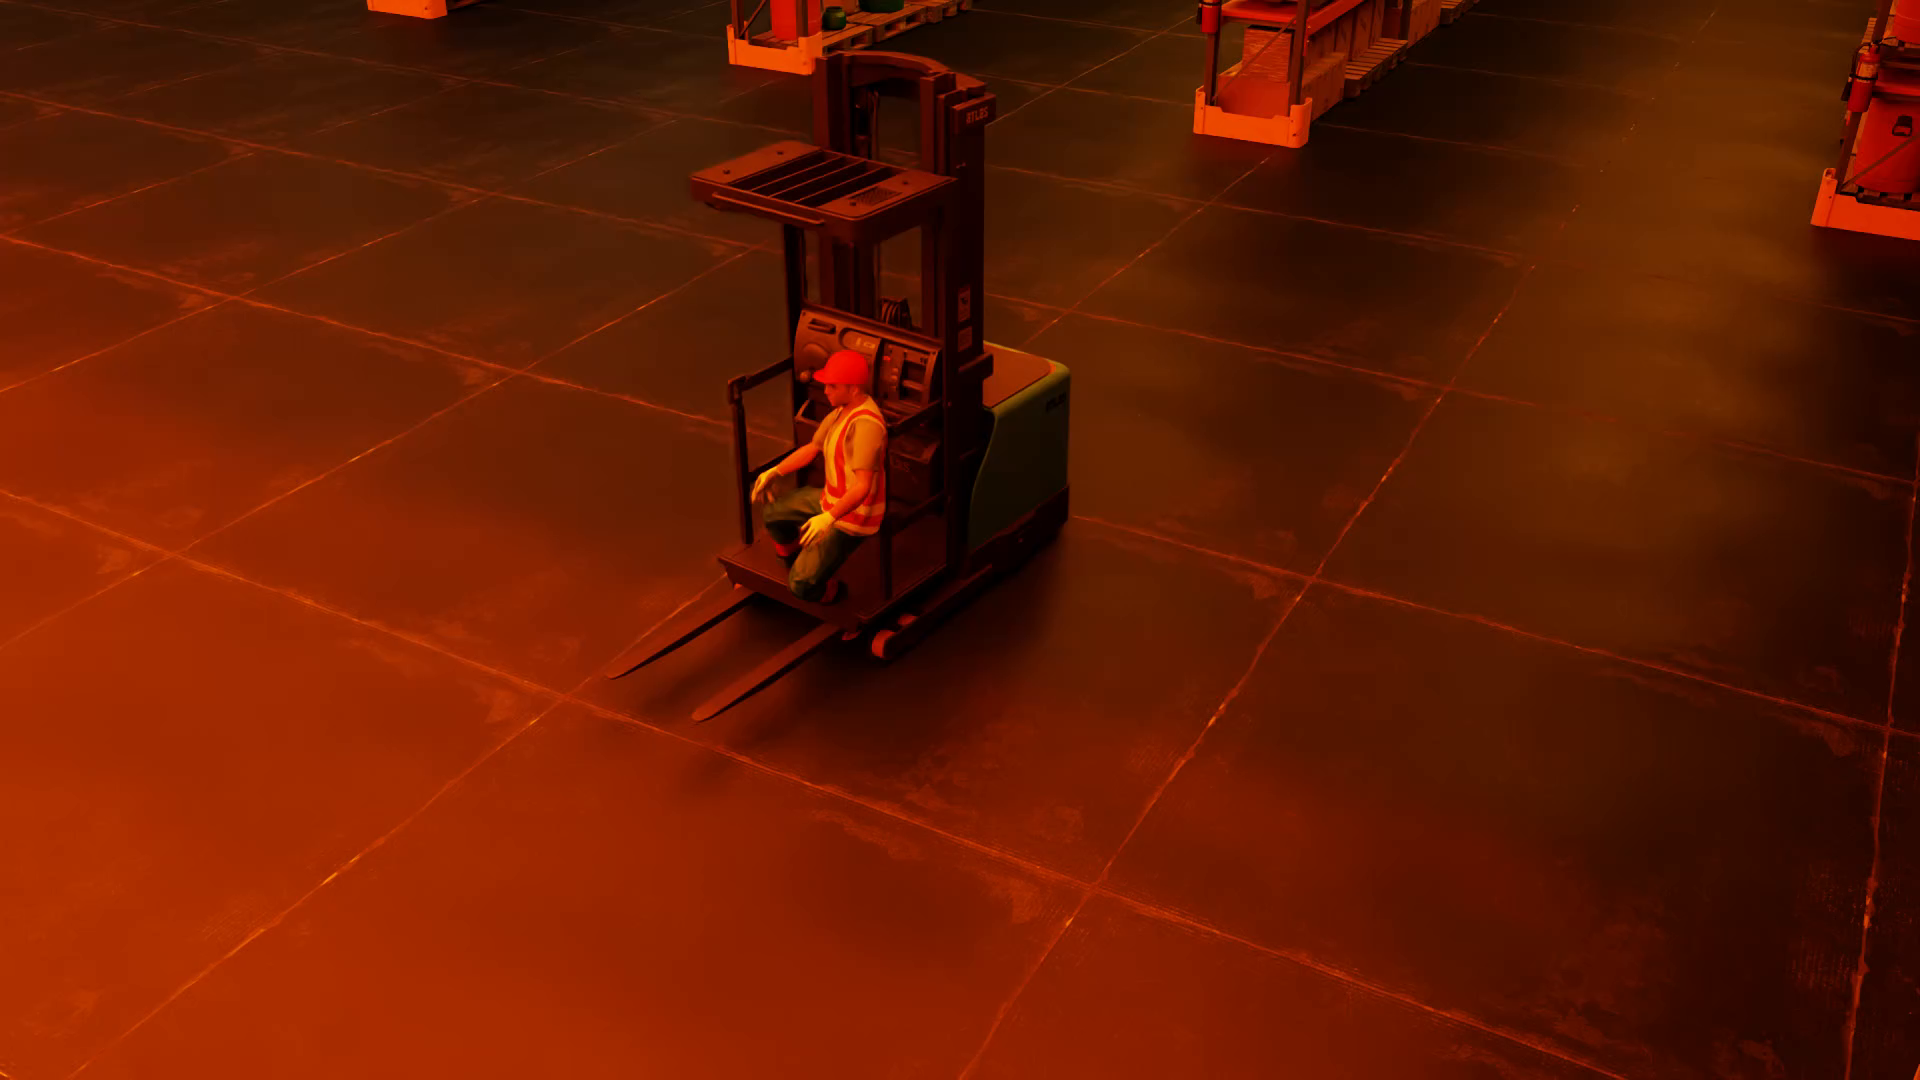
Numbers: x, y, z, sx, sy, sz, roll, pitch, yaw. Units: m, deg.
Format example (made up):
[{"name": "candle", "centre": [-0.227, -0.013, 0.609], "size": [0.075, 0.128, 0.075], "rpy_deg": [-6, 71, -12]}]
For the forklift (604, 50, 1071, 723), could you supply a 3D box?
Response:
[{"name": "forklift", "centre": [-0.626, -0.903, 8.636], "size": [1.130, 2.935, 3.031], "rpy_deg": [20, 36, 31]}]

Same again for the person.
[{"name": "person", "centre": [-0.736, -0.213, 8.523], "size": [0.719, 1.567, 0.836], "rpy_deg": [-6, 31, -11]}]
